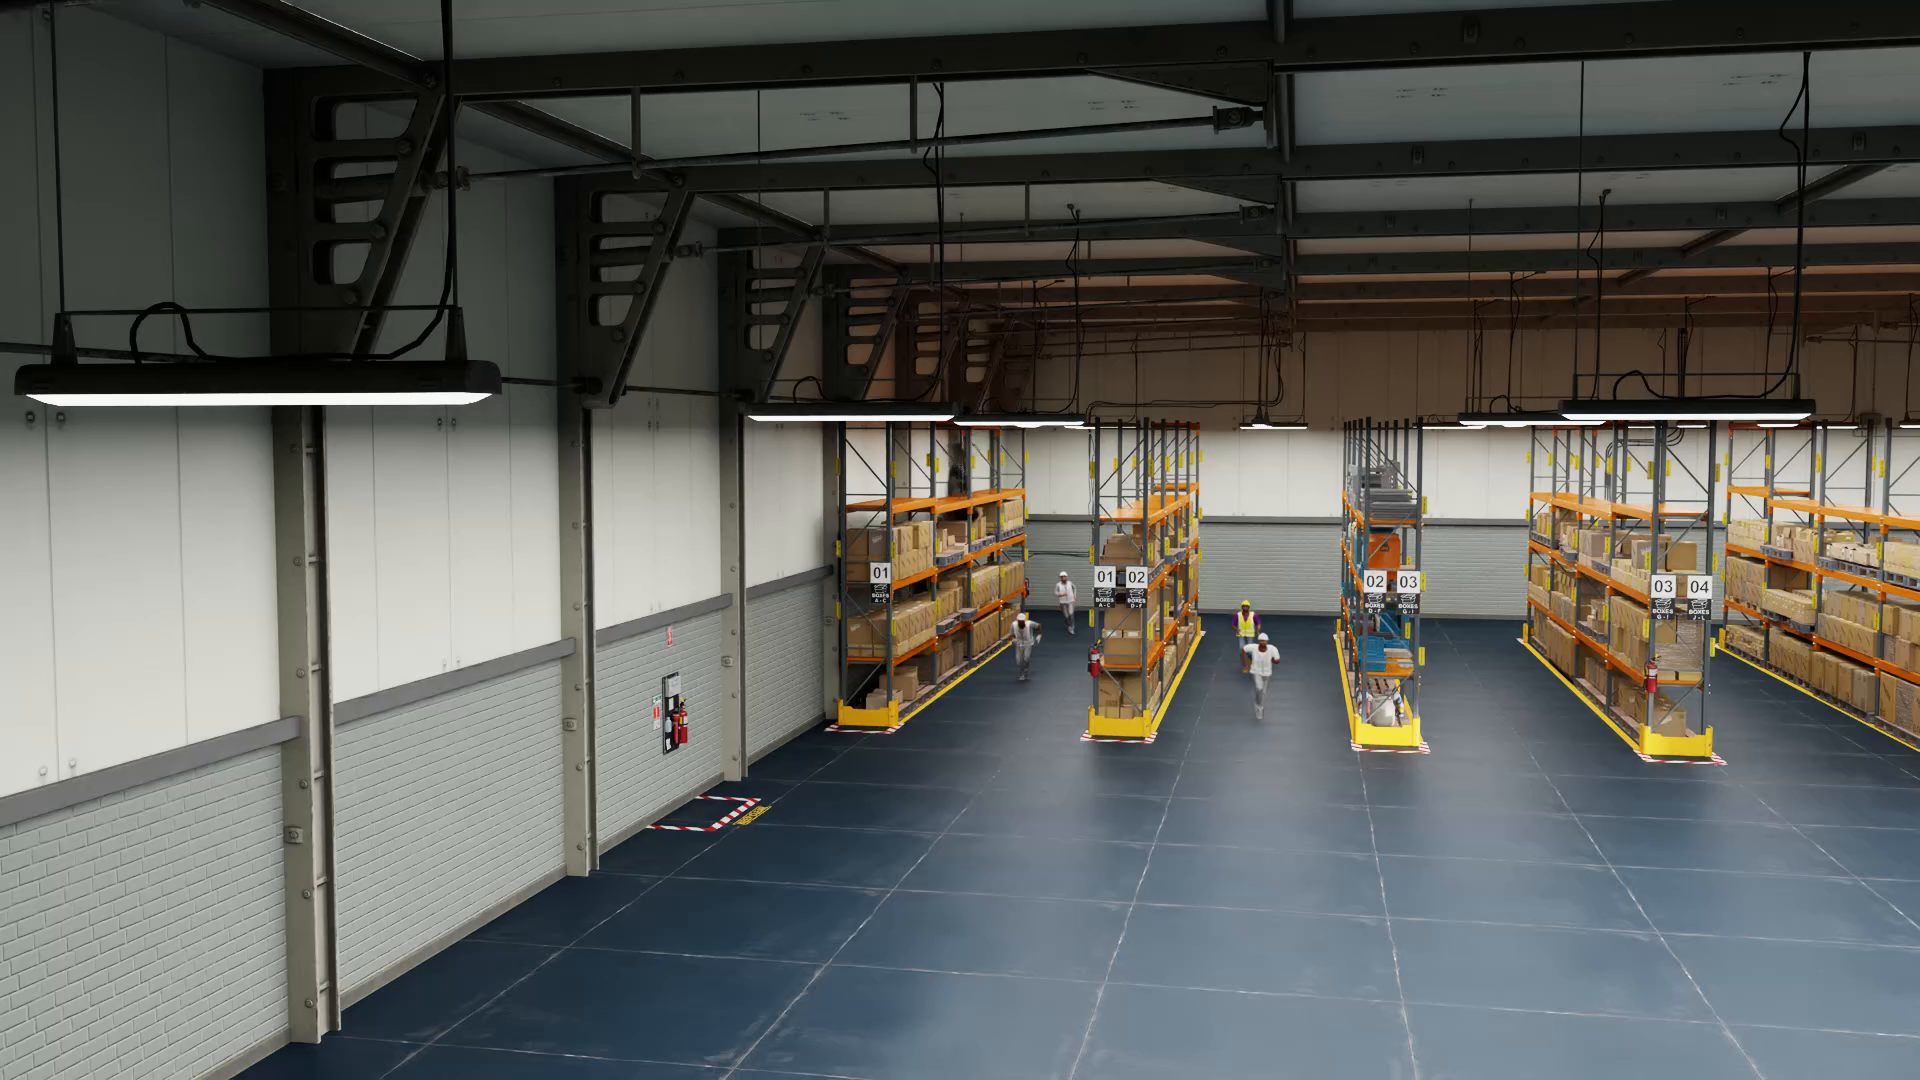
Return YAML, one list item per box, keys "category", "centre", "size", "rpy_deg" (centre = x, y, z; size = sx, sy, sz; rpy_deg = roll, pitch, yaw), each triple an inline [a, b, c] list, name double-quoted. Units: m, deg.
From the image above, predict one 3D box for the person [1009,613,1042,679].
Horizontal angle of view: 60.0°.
- category: "person"
  centre: [1.499, 2.448, 38.154]
  size: [0.718, 1.590, 0.868]
  rpy_deg: [1, 4, 13]

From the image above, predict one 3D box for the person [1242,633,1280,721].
- category: "person"
  centre: [6.009, 2.707, 33.242]
  size: [0.686, 1.747, 0.938]
  rpy_deg: [0, 4, -6]

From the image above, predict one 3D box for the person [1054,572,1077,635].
- category: "person"
  centre: [2.995, 1.774, 47.258]
  size: [0.652, 1.756, 0.837]
  rpy_deg: [0, 4, 2]

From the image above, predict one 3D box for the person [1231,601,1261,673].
- category: "person"
  centre: [6.797, 2.299, 39.558]
  size: [0.700, 1.723, 0.582]
  rpy_deg: [1, 4, 11]

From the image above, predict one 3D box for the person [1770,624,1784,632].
- category: "person"
  centre: [22.112, 1.935, 45.032]
  size: [0.627, 1.741, 0.656]
  rpy_deg: [0, 4, 0]
